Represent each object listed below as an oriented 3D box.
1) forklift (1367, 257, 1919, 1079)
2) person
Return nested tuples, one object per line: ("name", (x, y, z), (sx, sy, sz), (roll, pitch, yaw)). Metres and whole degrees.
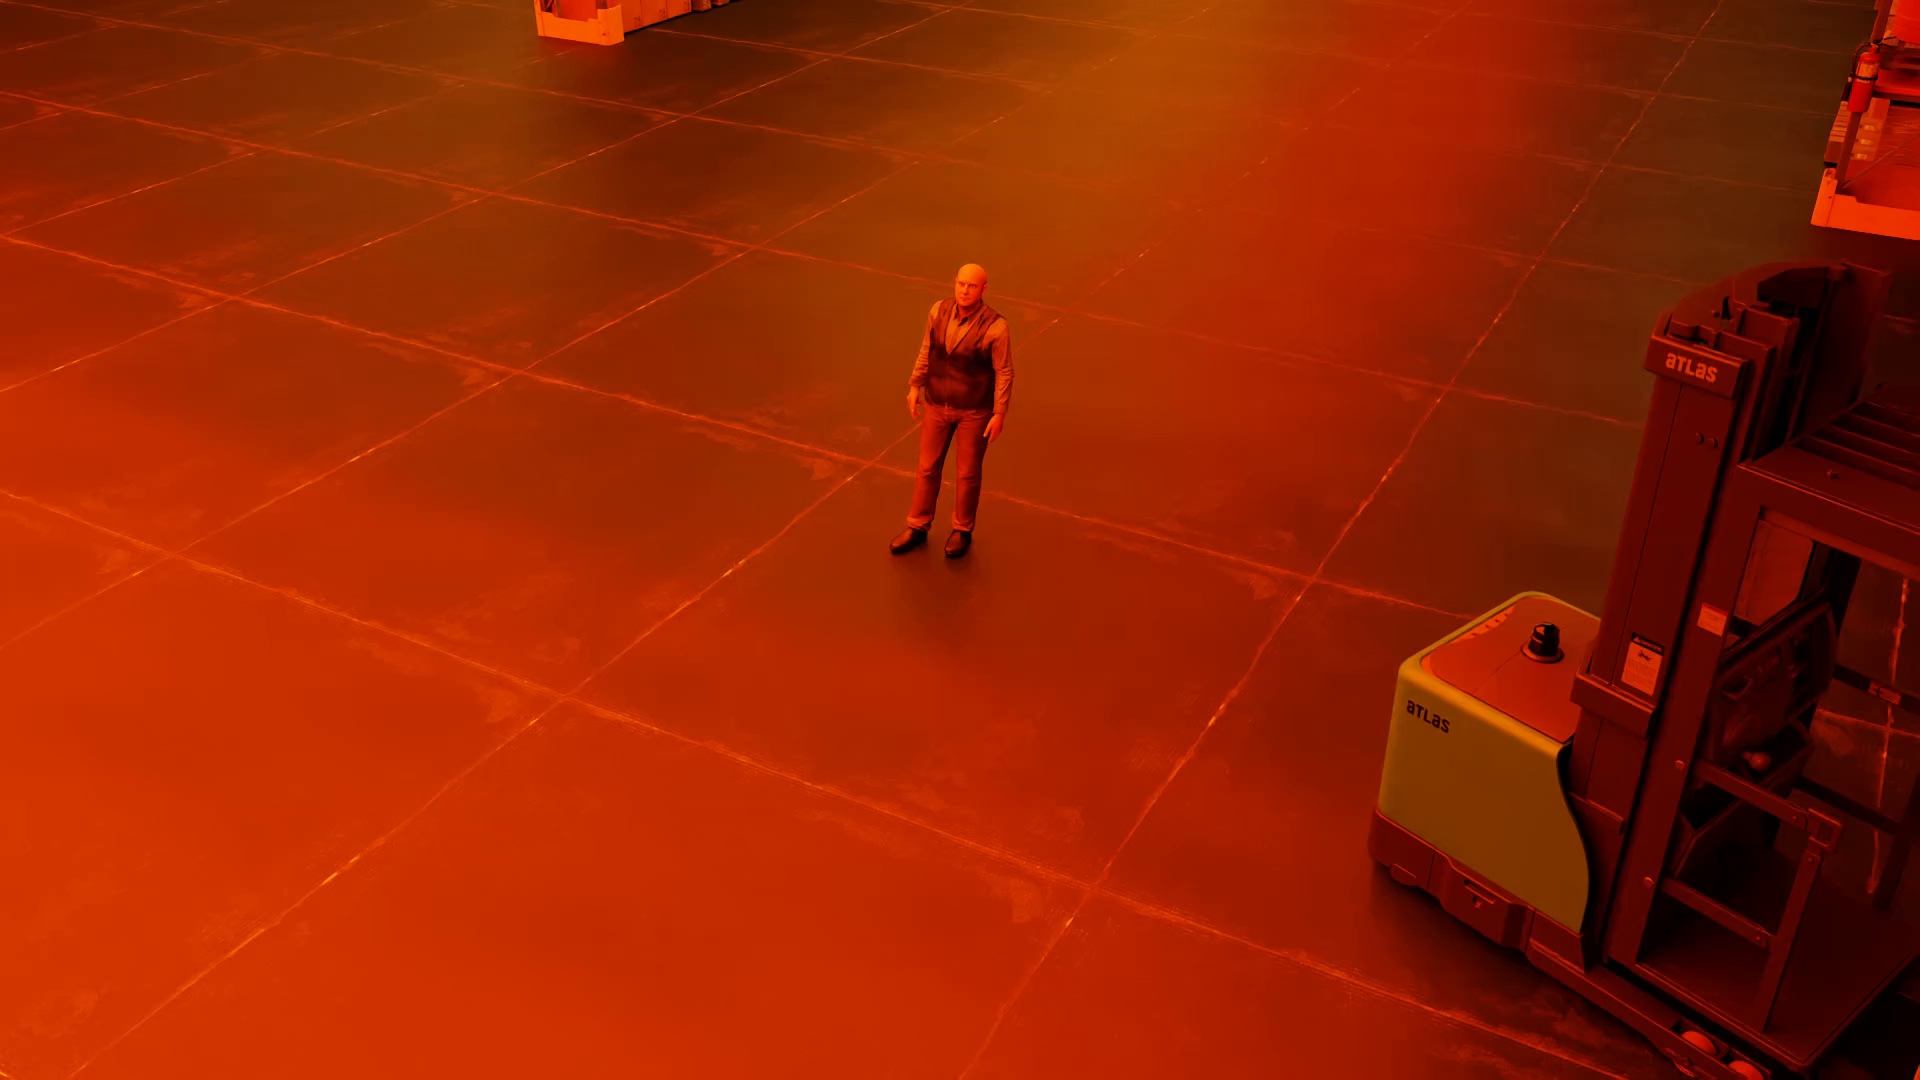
("forklift", (3.157, 0.587, 6.053), (1.130, 2.935, 3.031), (-23, 37, -34))
("person", (-0.037, -0.726, 9.524), (0.634, 1.722, 0.566), (15, 33, 25))
